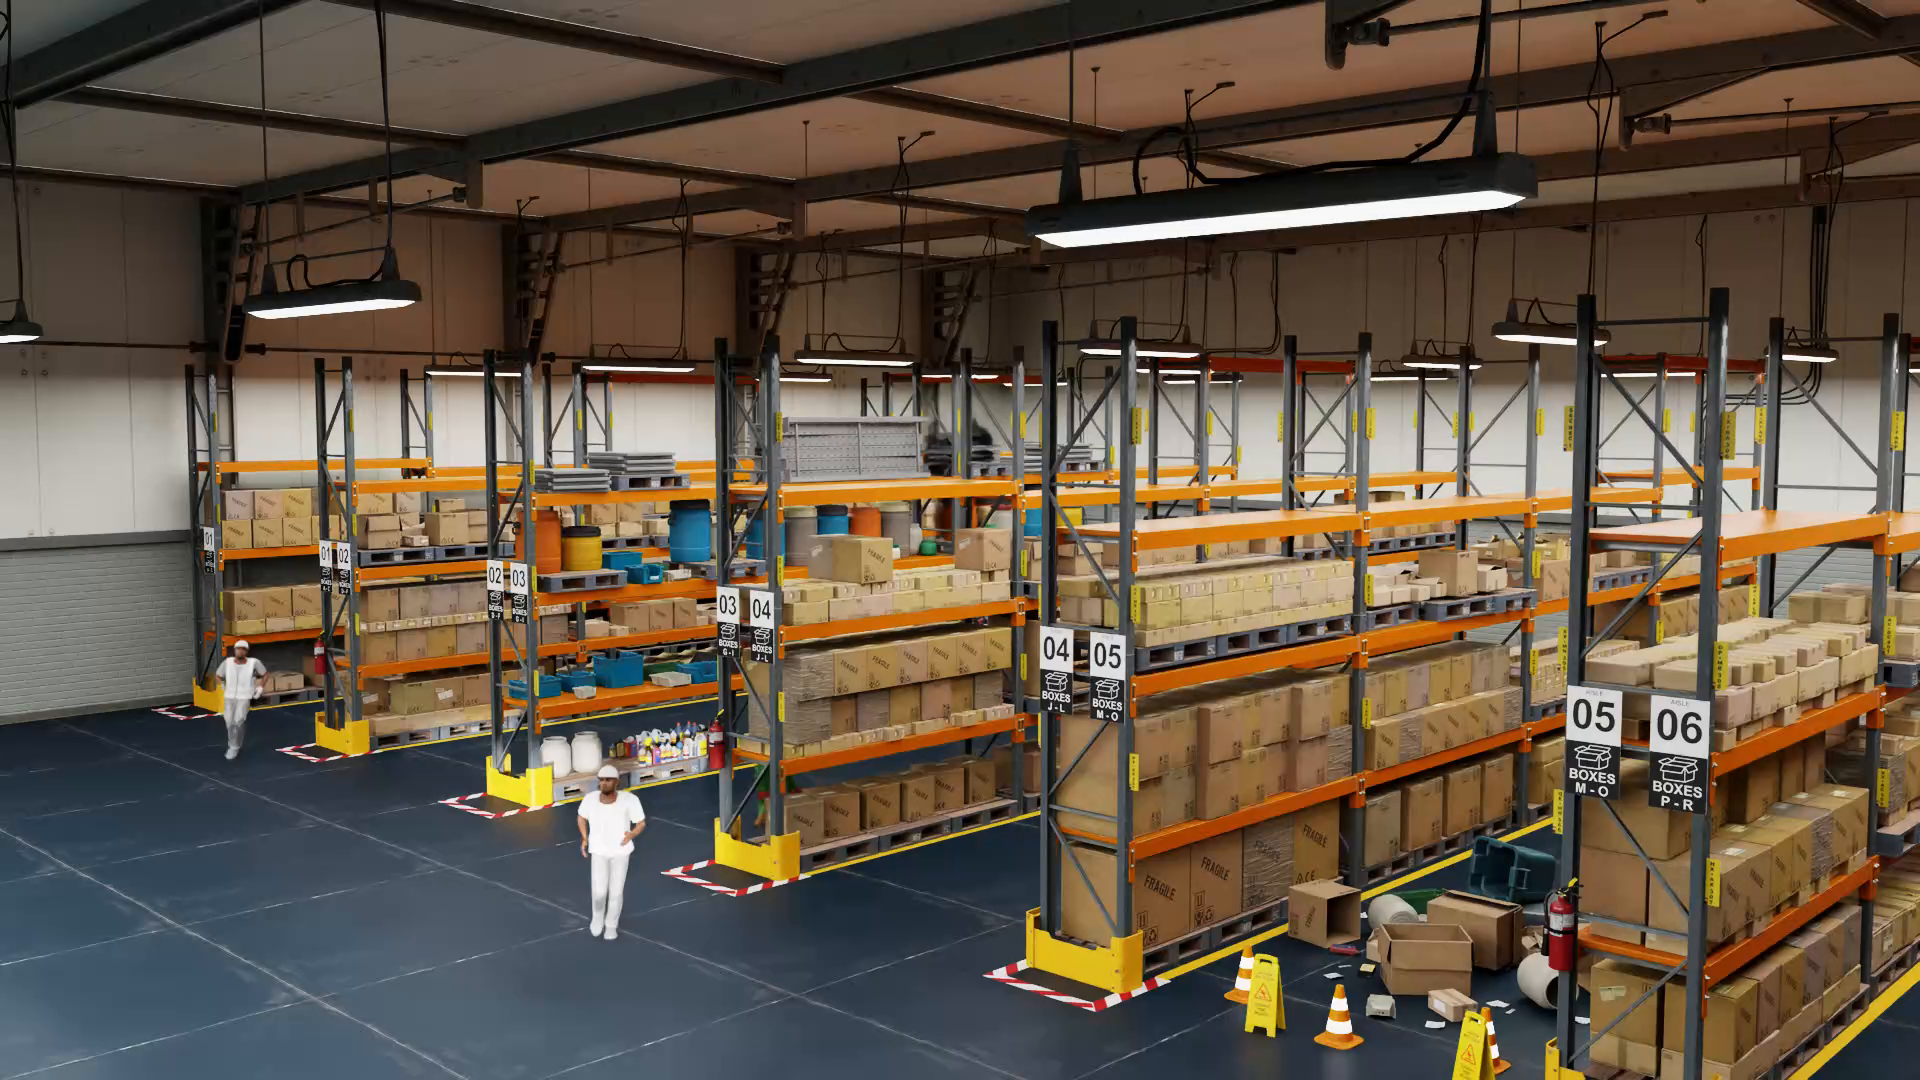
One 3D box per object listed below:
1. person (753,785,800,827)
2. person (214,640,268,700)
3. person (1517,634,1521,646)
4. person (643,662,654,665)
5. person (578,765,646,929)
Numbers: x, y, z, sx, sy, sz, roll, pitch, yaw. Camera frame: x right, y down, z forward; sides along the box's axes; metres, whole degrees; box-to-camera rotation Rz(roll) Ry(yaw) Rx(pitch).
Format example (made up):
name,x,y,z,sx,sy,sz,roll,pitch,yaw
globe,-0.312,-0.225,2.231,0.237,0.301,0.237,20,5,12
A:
name,x,y,z,sx,sy,sz,roll,pitch,yaw
person,-2.279,2.671,20.926,0.634,1.849,0.804,3,5,37
person,5.413,2.431,24.176,32.629,1.782,8.439,-1,4,-7
person,8.852,2.318,25.879,0.702,1.756,0.681,-3,5,-36
person,-1.922,2.772,16.557,14.663,1.345,23.289,1,5,16
person,-3.406,3.023,16.185,0.677,1.667,0.600,0,4,-5
